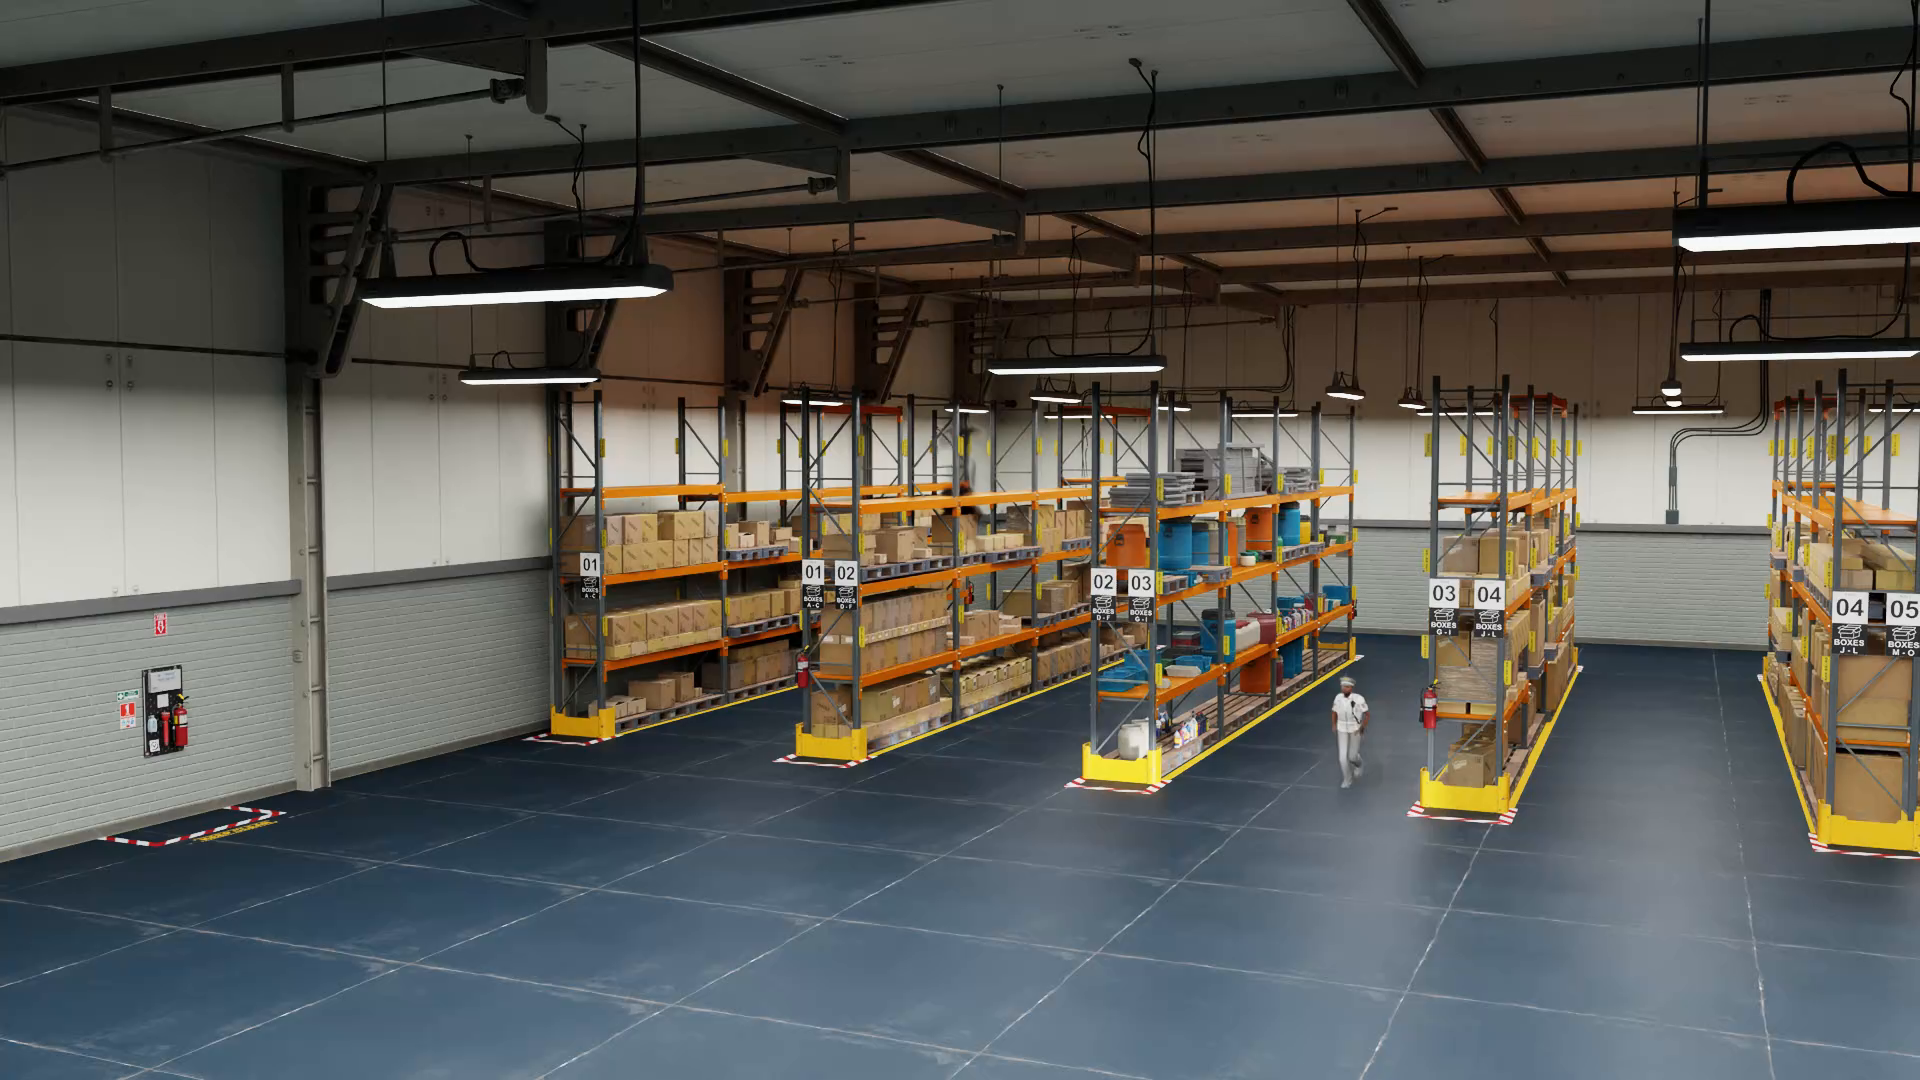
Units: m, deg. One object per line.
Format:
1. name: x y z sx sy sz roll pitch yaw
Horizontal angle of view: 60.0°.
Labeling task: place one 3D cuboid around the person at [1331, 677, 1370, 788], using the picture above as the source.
1. person: 5.779 2.837 24.621 0.579 1.676 0.608 2 4 32

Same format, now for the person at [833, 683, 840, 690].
1. person: -2.381 2.365 32.971 0.616 1.660 0.548 1 3 18
